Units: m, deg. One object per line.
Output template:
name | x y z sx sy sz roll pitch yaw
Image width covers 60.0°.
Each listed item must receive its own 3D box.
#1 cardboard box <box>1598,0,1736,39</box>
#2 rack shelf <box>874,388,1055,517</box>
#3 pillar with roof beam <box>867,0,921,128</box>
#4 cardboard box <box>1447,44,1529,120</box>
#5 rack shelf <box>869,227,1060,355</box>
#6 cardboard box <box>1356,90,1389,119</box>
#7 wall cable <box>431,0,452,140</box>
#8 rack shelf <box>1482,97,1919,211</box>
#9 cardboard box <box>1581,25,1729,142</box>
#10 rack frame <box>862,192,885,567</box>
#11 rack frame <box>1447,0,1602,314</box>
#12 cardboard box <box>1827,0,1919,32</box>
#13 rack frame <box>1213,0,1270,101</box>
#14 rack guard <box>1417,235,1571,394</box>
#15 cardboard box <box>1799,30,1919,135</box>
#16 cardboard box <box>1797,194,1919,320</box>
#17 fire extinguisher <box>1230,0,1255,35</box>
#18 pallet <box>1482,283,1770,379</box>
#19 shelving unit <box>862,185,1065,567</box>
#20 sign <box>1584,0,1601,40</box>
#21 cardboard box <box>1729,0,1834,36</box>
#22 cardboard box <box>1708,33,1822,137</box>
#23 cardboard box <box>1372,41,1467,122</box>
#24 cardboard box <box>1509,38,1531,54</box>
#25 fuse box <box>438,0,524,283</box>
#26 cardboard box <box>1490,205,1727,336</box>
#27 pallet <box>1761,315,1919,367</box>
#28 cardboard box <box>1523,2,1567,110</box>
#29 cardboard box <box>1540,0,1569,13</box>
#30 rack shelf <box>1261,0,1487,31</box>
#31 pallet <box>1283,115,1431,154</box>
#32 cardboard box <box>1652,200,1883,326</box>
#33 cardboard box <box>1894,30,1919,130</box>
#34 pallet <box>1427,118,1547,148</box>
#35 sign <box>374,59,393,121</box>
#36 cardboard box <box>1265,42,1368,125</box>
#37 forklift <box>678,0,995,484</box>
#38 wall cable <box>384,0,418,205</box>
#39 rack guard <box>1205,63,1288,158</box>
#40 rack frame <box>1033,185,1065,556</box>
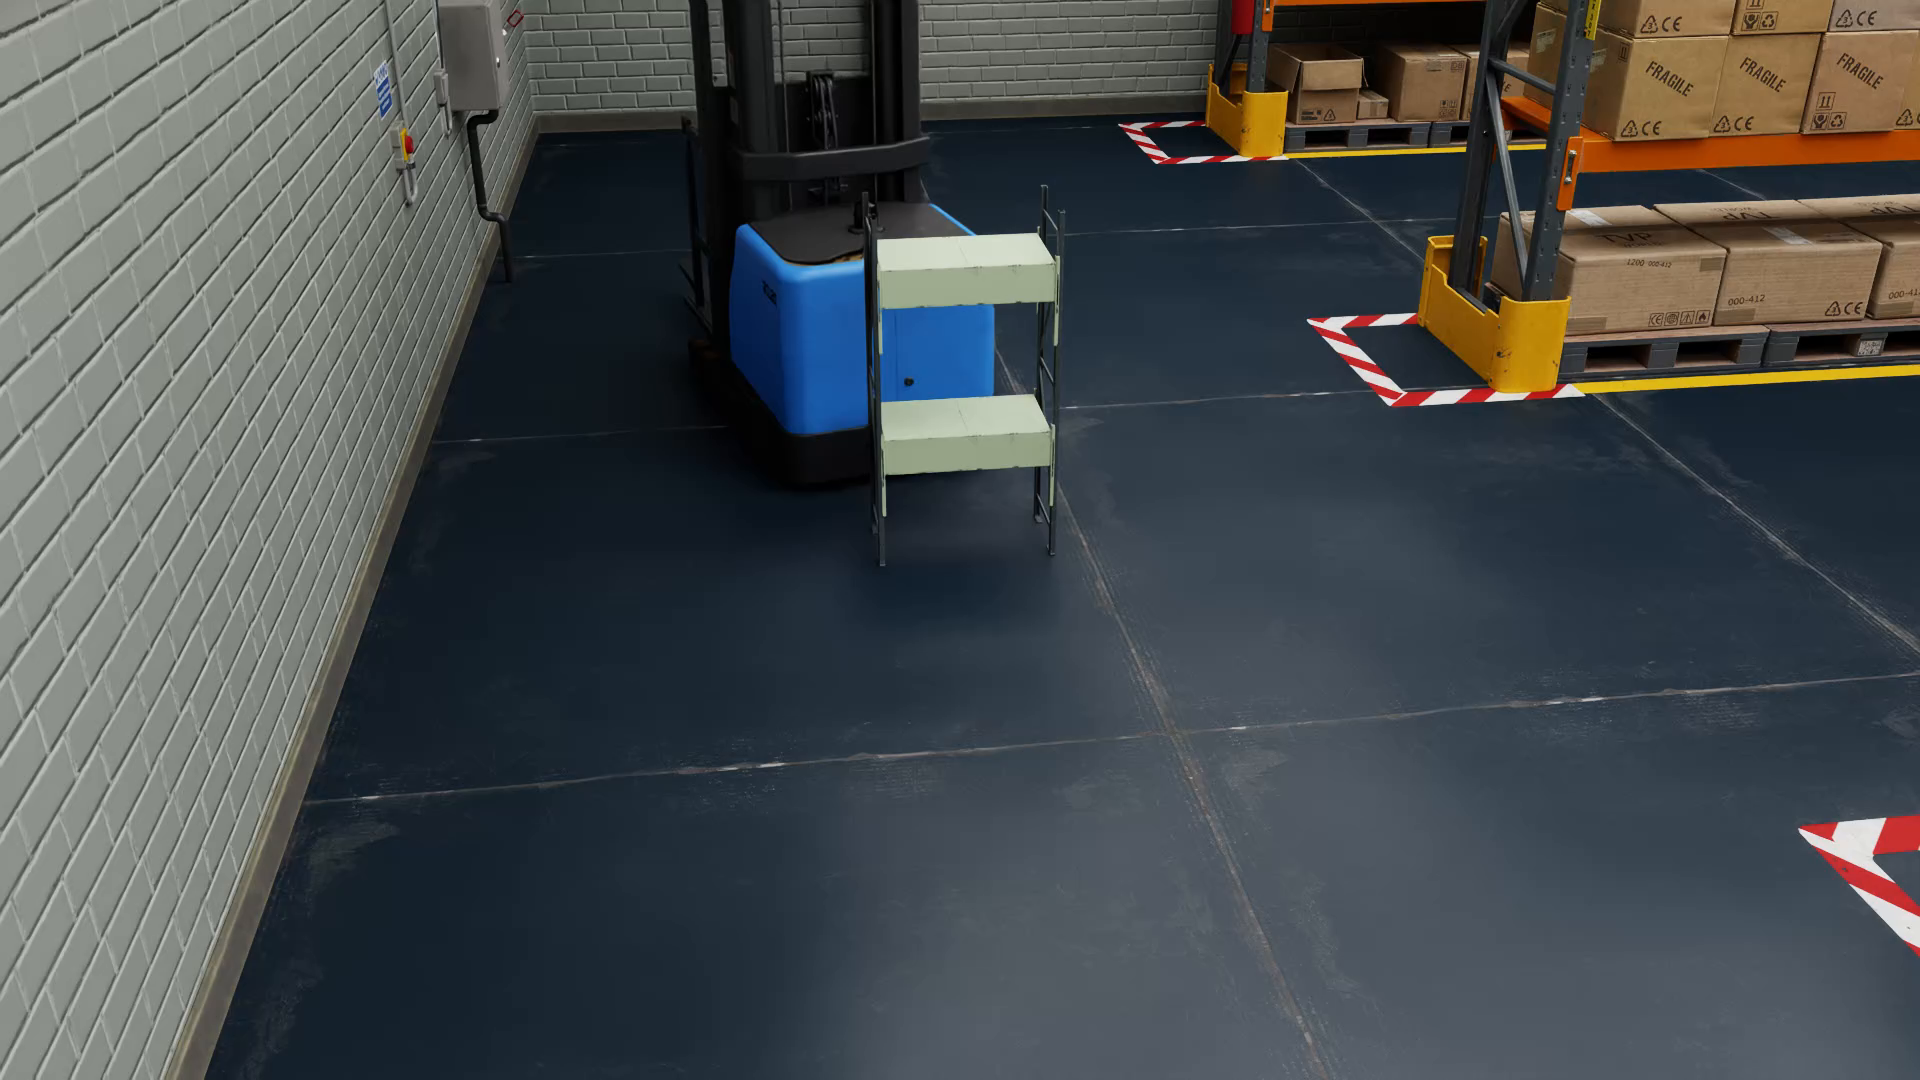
cardboard box | 3.457 -2.769 8.157 0.500 0.500 0.500 -4 27 -8
rack shelf | 0.007 -0.378 7.057 0.720 0.370 0.431 -4 27 -7
pillar with roof beam | 0.051 -5.581 8.269 0.400 9.000 9.100 -4 27 -7
cardboard box | 4.255 -3.718 13.488 0.500 0.500 0.500 -3 27 -6
rack shelf | 0.007 -1.015 6.730 0.720 0.370 0.431 -4 27 -7
cardboard box | 3.291 -3.546 13.538 0.250 0.149 0.380 -5 28 -9
wall cable | -2.848 -3.101 8.896 0.122 1.984 0.588 -4 27 -7
rack shelf | 4.922 -2.185 9.011 4.000 0.370 1.077 -4 27 -7
cardboard box | 3.457 -2.323 8.383 0.500 0.500 0.500 -4 27 -8
rack frame | -0.356 -0.644 6.863 0.023 1.500 0.400 -4 27 -7
rack frame | 2.942 -2.378 8.599 0.127 3.000 1.000 -4 27 -7
cardboard box | 4.476 -2.842 8.297 0.500 0.500 0.500 -4 27 -8
rack frame | 2.246 -4.622 12.972 0.127 3.000 1.000 -4 27 -7
rack guard | 2.918 -1.265 9.167 0.348 0.500 1.175 -4 27 -7
cardboard box | 4.460 -2.392 8.517 0.500 0.500 0.500 -4 27 -7
cardboard box | 5.380 -1.631 9.489 0.875 0.438 0.875 -4 27 -9
fire extinguisher | 2.165 -4.203 12.649 0.183 0.674 0.296 -4 27 -7
pallet | 3.723 -1.224 9.404 1.213 0.211 1.003 -4 27 -7
shelving unit | 0.007 -0.668 6.908 0.755 1.500 0.431 -4 27 -7
sign | 3.013 -2.547 7.894 0.005 0.325 0.100 -4 27 -7
cardboard box | 3.967 -2.805 8.227 0.500 0.500 0.500 -4 27 -9
cardboard box | 3.954 -2.368 8.470 0.500 0.500 0.500 -4 27 -8
cardboard box | 3.717 -3.729 13.511 0.500 0.500 0.700 -3 27 -5
cardboard box | 4.745 -3.795 13.639 0.500 0.500 0.700 -5 28 -9
fuse box | -2.787 -2.395 10.043 0.414 1.711 0.539 -4 27 -7
cardboard box | 3.581 -1.512 9.258 0.875 0.438 0.875 -5 28 -9
pallet | 4.928 -1.300 9.552 1.213 0.211 1.003 -4 27 -7
cardboard box | 3.382 -2.573 8.869 0.500 0.500 0.500 -4 27 -7
cardboard box | 3.386 -3.006 8.618 0.500 0.500 0.500 -3 27 -5
rack shelf | 4.227 -4.429 13.384 4.000 0.370 1.077 -4 27 -7
pallet | 3.111 -3.437 13.718 1.213 0.211 1.003 -4 27 -7
cardboard box | 4.486 -1.574 9.379 0.875 0.438 0.875 -3 27 -6
cardboard box | 4.954 -2.432 8.594 0.500 0.500 0.500 -3 27 -5
pallet | 4.316 -3.513 13.866 1.213 0.211 1.003 -4 27 -7
sign | -2.693 -2.103 7.768 0.001 0.218 0.327 -4 27 -7
cardboard box | 2.865 -3.694 13.438 0.637 0.503 0.797 -5 28 -9
forklift | -0.835 -2.211 8.349 1.130 2.935 3.031 -10 29 -19
wall cable | -2.639 -2.475 7.640 0.123 1.953 0.585 -4 27 -7
rack guard | 2.322 -3.515 13.552 0.348 0.500 1.175 -4 27 -7
rack frame | 0.369 -0.691 6.954 0.023 1.500 0.400 -4 27 -7
